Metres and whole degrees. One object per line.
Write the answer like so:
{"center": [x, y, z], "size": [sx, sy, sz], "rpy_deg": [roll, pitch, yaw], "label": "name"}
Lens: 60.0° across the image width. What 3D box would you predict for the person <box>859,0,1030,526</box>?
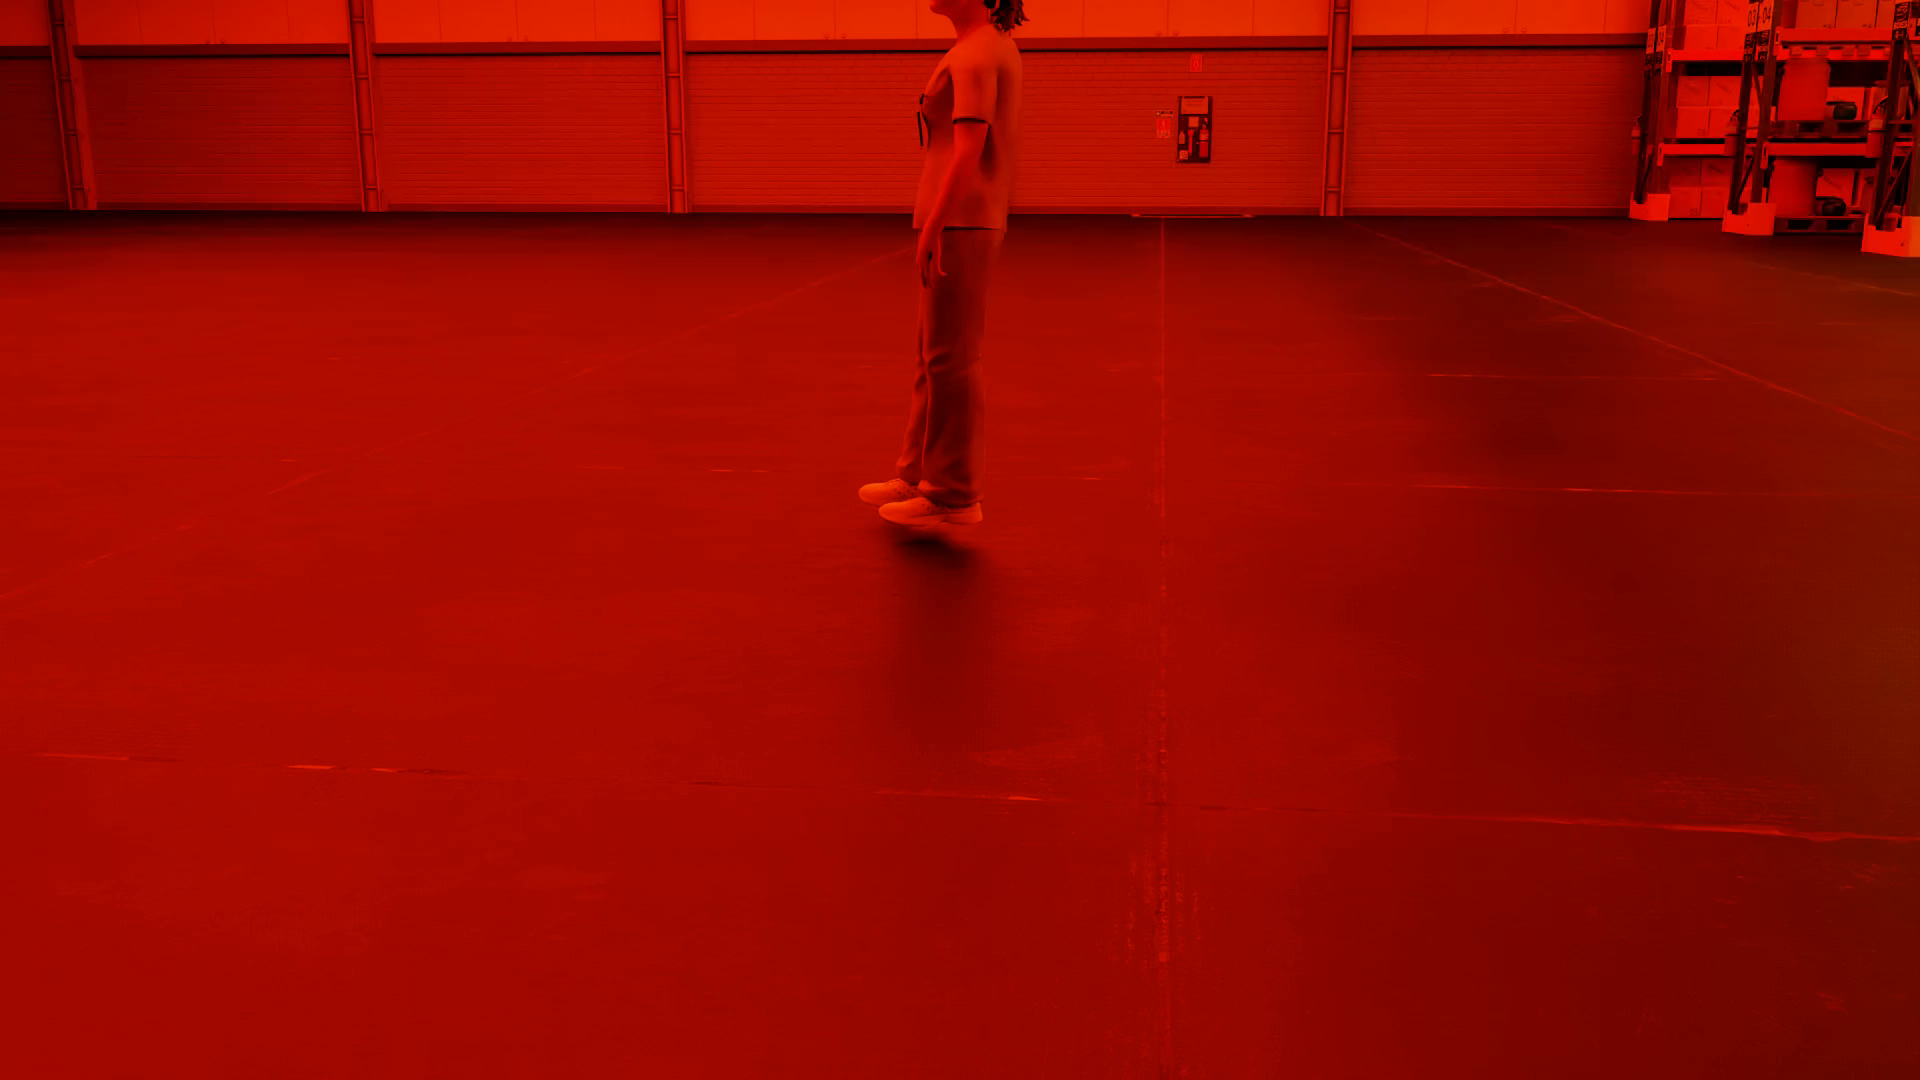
{"center": [-0.072, -0.867, 4.766], "size": [0.547, 1.673, 0.549], "rpy_deg": [2, 13, 7], "label": "person"}
